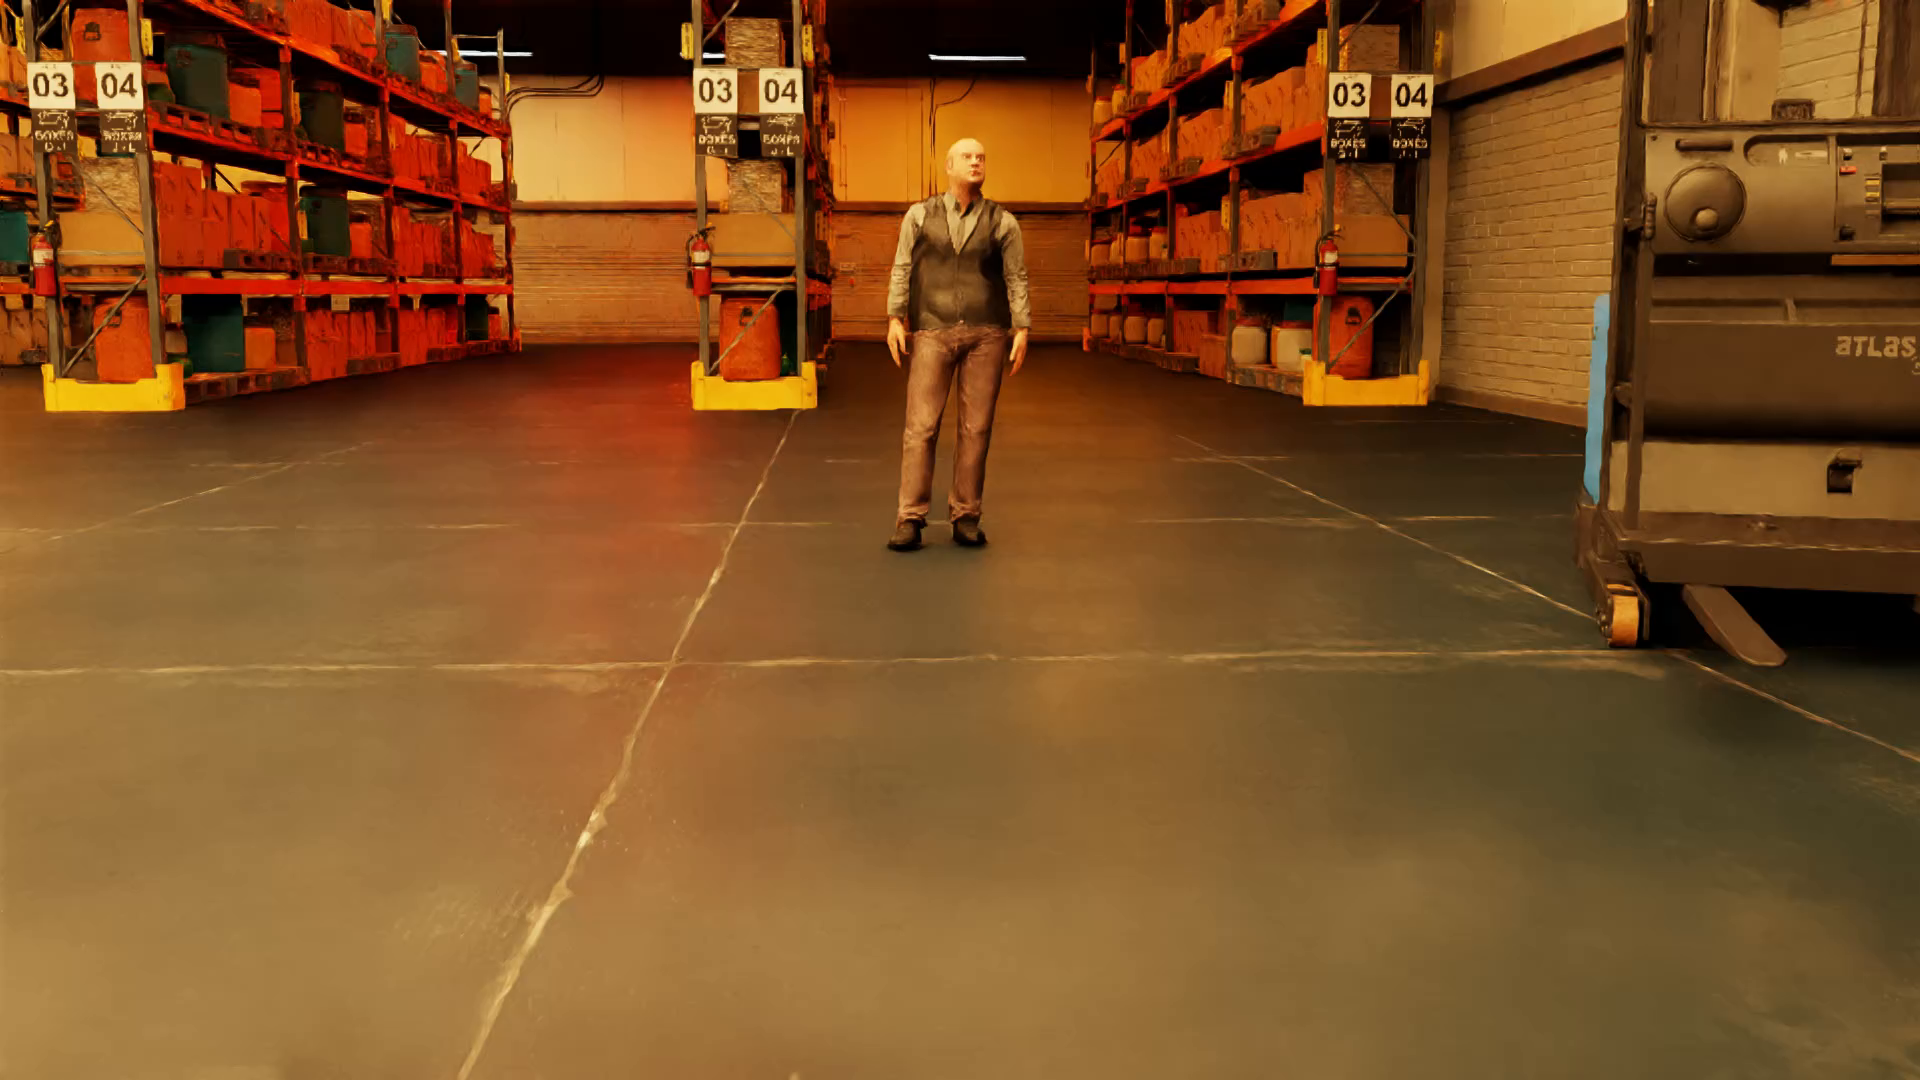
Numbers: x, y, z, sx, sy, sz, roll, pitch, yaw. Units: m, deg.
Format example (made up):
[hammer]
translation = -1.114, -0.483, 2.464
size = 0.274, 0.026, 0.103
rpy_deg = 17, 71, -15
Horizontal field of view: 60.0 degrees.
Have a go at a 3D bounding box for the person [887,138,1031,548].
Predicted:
[person]
translation = -0.004, -0.849, 7.120
size = 0.632, 1.720, 0.567
rpy_deg = -1, 8, -4

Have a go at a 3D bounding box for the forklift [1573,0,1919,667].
[forklift]
translation = 2.593, -1.142, 5.025
size = 1.130, 2.935, 3.031
rpy_deg = 2, 9, 16
